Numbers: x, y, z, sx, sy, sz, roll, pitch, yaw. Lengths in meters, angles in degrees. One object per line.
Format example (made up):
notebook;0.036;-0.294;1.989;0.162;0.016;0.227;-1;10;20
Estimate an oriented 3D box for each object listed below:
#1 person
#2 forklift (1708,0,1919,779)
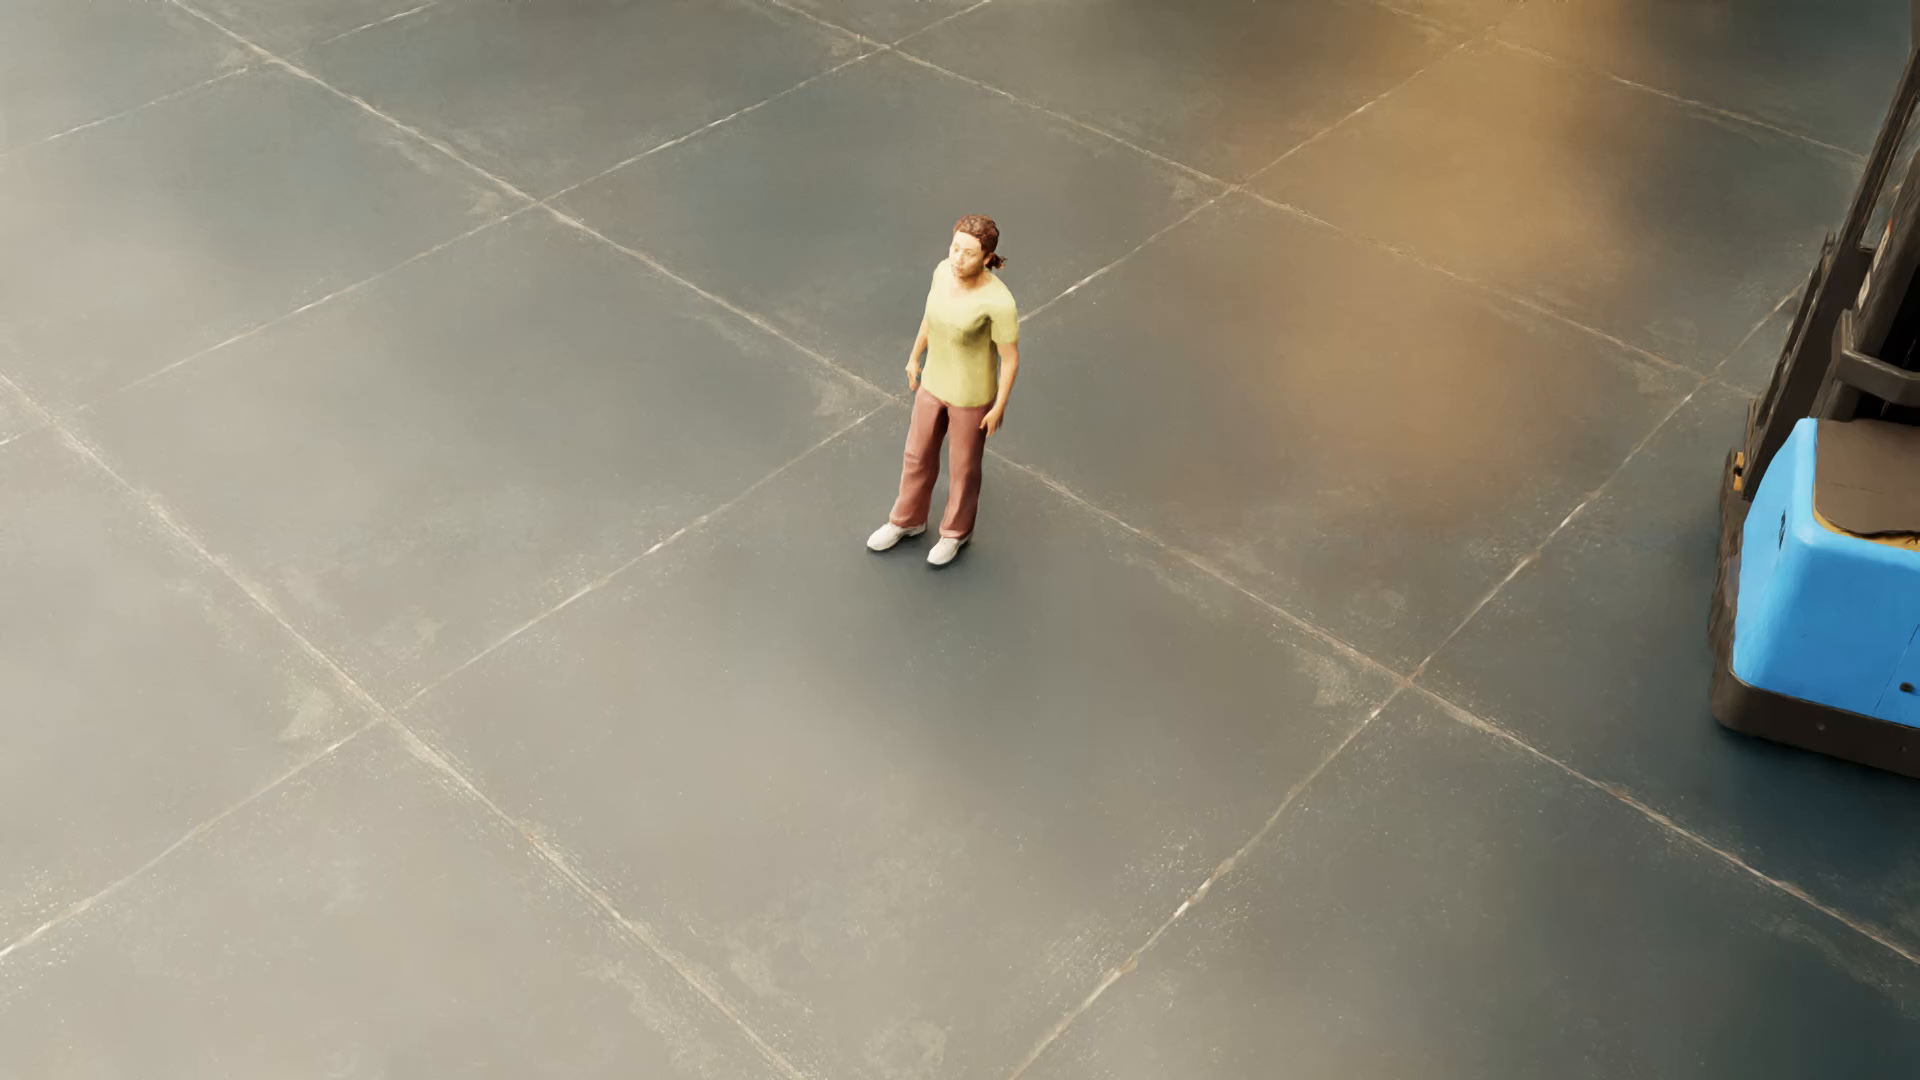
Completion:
person;-0.058;-0.611;7.093;0.554;1.674;0.548;31;49;31
forklift;4.086;-1.100;6.710;1.130;2.935;3.031;15;43;17
